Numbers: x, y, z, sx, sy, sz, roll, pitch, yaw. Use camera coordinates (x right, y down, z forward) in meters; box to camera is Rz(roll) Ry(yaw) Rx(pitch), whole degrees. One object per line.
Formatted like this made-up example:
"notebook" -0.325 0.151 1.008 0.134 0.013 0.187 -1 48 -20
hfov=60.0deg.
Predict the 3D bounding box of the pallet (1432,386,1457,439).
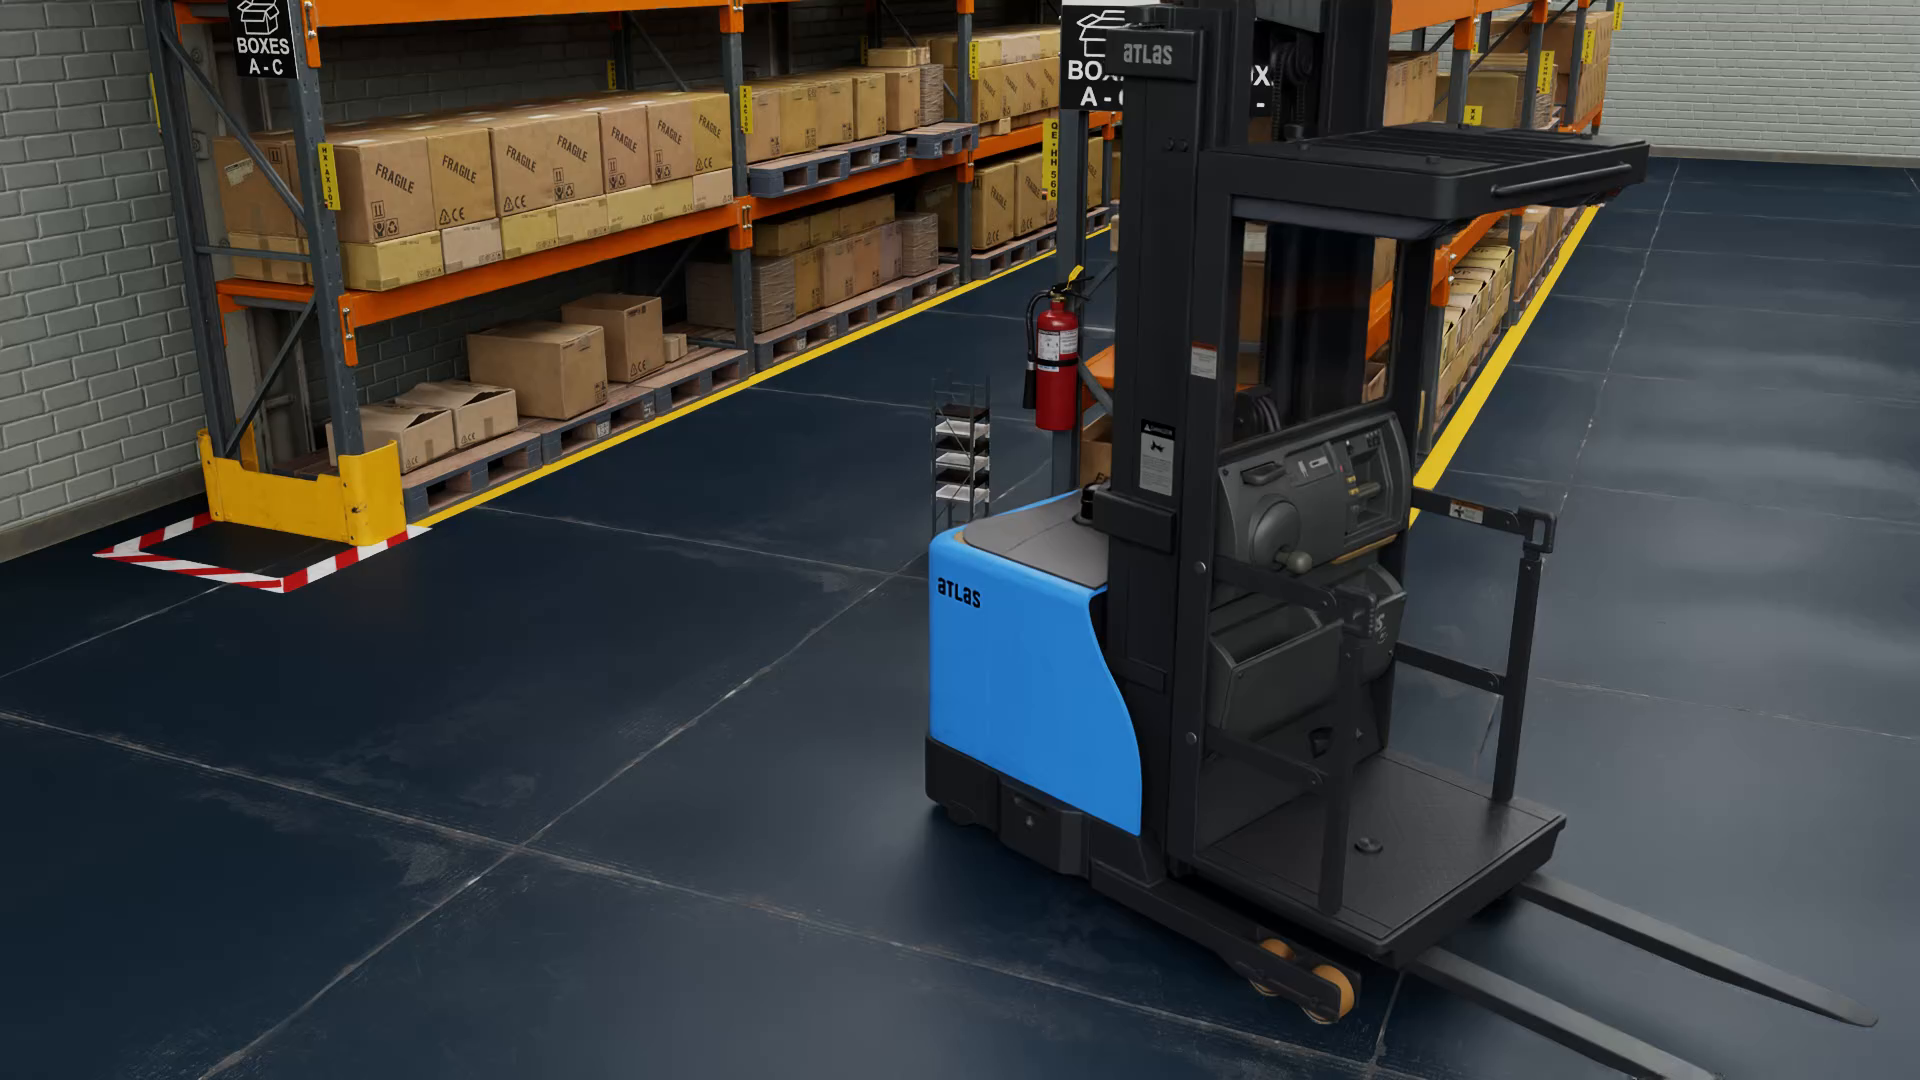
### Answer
"pallet" 2.775 -0.943 11.305 1.003 0.211 1.213 9 21 23

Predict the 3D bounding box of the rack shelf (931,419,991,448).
"rack shelf" 0.003 -0.565 8.776 0.258 0.077 0.200 9 21 23

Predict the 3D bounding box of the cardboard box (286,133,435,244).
"cardboard box" -3.180 -1.879 8.849 0.500 0.500 0.500 9 21 23

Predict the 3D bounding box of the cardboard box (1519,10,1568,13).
"cardboard box" 7.001 -6.113 20.040 0.500 0.500 0.500 9 22 24

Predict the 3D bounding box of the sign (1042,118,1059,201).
"sign" 0.382 -1.539 6.738 0.100 0.325 0.005 9 21 23

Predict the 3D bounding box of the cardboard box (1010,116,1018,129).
"cardboard box" 0.359 -4.207 16.667 0.380 0.149 0.250 9 21 24

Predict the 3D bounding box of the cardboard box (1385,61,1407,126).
"cardboard box" 1.922 -2.240 8.706 0.700 0.500 0.500 9 21 23

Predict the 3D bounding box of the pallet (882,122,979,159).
"pallet" -0.568 -3.605 14.914 1.213 0.211 1.003 9 21 23

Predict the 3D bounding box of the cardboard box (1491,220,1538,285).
"cardboard box" 4.804 -2.539 14.706 0.500 0.500 0.500 8 21 21

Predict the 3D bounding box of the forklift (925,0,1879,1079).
"forklift" 1.253 -0.141 4.991 1.130 2.935 3.031 -18 26 -41

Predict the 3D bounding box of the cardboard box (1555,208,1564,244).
"cardboard box" 5.845 -3.311 16.876 0.500 0.500 0.500 8 21 22

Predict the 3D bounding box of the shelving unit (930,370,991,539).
"shelving unit" 0.003 -0.426 8.825 0.258 0.900 0.210 9 21 23

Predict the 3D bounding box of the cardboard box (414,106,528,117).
"cardboard box" -3.021 -2.412 10.350 0.500 0.500 0.500 9 21 23

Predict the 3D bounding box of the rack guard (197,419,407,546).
"rack guard" -3.618 -0.327 9.143 1.175 0.500 0.348 9 21 23

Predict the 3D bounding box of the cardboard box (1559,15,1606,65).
"cardboard box" 6.867 -5.568 18.508 0.500 0.500 0.500 9 22 24

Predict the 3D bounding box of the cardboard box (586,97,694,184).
"cardboard box" -2.122 -2.656 11.036 0.500 0.500 0.500 8 21 22

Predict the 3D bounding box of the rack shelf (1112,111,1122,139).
"rack shelf" 2.083 -5.423 20.813 1.077 0.370 4.000 9 21 23

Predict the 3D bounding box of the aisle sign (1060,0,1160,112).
"aisle sign" 0.576 -2.048 6.372 0.394 0.787 0.004 9 21 23

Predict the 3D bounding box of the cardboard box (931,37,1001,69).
"cardboard box" 0.059 -4.590 15.655 0.500 0.250 0.500 9 22 24

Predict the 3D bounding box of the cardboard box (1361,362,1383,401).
"cardboard box" 1.911 -0.651 8.679 0.500 0.500 0.500 9 21 23

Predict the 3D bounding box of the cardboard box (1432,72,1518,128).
"cardboard box" 4.302 -3.702 14.125 0.700 0.500 0.500 2 20 4

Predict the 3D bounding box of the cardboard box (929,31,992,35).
"cardboard box" 0.004 -4.966 16.713 0.500 0.250 0.500 8 21 21

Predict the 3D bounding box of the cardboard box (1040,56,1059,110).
"cardboard box" 0.692 -4.708 17.108 0.500 0.500 0.500 9 22 24

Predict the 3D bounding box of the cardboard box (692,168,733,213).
"cardboard box" -1.929 -2.457 11.595 0.500 0.250 0.500 9 21 23

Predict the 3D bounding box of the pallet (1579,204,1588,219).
"pallet" 7.067 -4.113 20.220 1.003 0.211 1.213 9 21 23

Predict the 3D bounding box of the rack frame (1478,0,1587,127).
"rack frame" 5.785 -4.472 17.066 1.000 3.000 0.127 9 21 23

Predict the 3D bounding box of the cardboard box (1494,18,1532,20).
"cardboard box" 5.963 -5.337 17.857 0.500 0.500 0.500 8 21 22

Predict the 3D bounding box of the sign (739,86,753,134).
"sign" -1.513 -3.040 11.749 0.100 0.325 0.005 9 21 23

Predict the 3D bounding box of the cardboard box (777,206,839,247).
"cardboard box" -1.338 -2.609 13.784 0.500 0.250 0.500 8 21 21

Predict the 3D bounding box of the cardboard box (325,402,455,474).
"cardboard box" -3.284 -0.621 9.596 0.500 0.311 0.500 6 20 17

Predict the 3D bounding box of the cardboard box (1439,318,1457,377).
"cardboard box" 2.906 -1.285 10.745 0.500 0.311 0.500 9 21 23

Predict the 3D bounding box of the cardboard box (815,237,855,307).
"cardboard box" -1.314 -2.277 13.968 0.700 0.500 0.500 9 21 23

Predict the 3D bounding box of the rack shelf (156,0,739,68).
"rack shelf" -2.831 -3.168 9.996 1.077 0.370 4.000 9 21 23

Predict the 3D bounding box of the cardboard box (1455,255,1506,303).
"cardboard box" 3.951 -2.062 12.929 0.500 0.311 0.500 8 21 22

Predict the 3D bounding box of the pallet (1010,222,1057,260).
"pallet" 0.519 -3.216 17.696 1.003 0.211 1.213 9 21 23

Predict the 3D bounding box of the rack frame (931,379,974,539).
"rack frame" -0.038 -0.395 8.738 0.240 0.900 0.006 9 21 23

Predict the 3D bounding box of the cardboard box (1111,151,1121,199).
"cardboard box" 1.664 -4.385 19.925 0.700 0.500 0.500 9 21 23

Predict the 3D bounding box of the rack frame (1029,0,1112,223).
"rack frame" 1.264 -5.150 18.974 1.000 3.000 0.127 9 21 23

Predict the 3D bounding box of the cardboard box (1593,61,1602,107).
"cardboard box" 7.070 -5.256 19.123 0.500 0.500 0.500 9 21 23

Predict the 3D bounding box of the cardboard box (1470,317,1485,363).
"cardboard box" 3.530 -1.488 12.153 0.500 0.250 0.500 9 21 24

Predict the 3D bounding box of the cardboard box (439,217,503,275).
"cardboard box" -2.960 -1.687 9.429 0.500 0.250 0.500 8 21 21

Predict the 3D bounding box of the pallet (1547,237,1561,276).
"pallet" 5.487 -2.904 16.819 1.003 0.211 1.213 9 21 23

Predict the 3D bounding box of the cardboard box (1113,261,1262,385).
"cardboard box" 1.074 -0.991 7.130 0.700 0.500 0.500 9 21 23

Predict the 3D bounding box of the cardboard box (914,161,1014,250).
"cardboard box" 0.047 -3.319 16.407 0.750 0.750 0.750 8 21 22

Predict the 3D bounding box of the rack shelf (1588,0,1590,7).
"rack shelf" 6.604 -6.157 18.403 1.077 0.370 4.000 9 21 23

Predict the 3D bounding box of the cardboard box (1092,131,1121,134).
"cardboard box" 1.849 -4.992 20.666 0.380 0.149 0.250 9 21 23

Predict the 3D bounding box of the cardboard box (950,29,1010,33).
"cardboard box" 0.212 -5.122 17.151 0.500 0.250 0.500 8 21 21

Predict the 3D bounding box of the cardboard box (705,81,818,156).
"cardboard box" -1.537 -3.280 12.909 0.700 0.500 0.500 11 22 28
